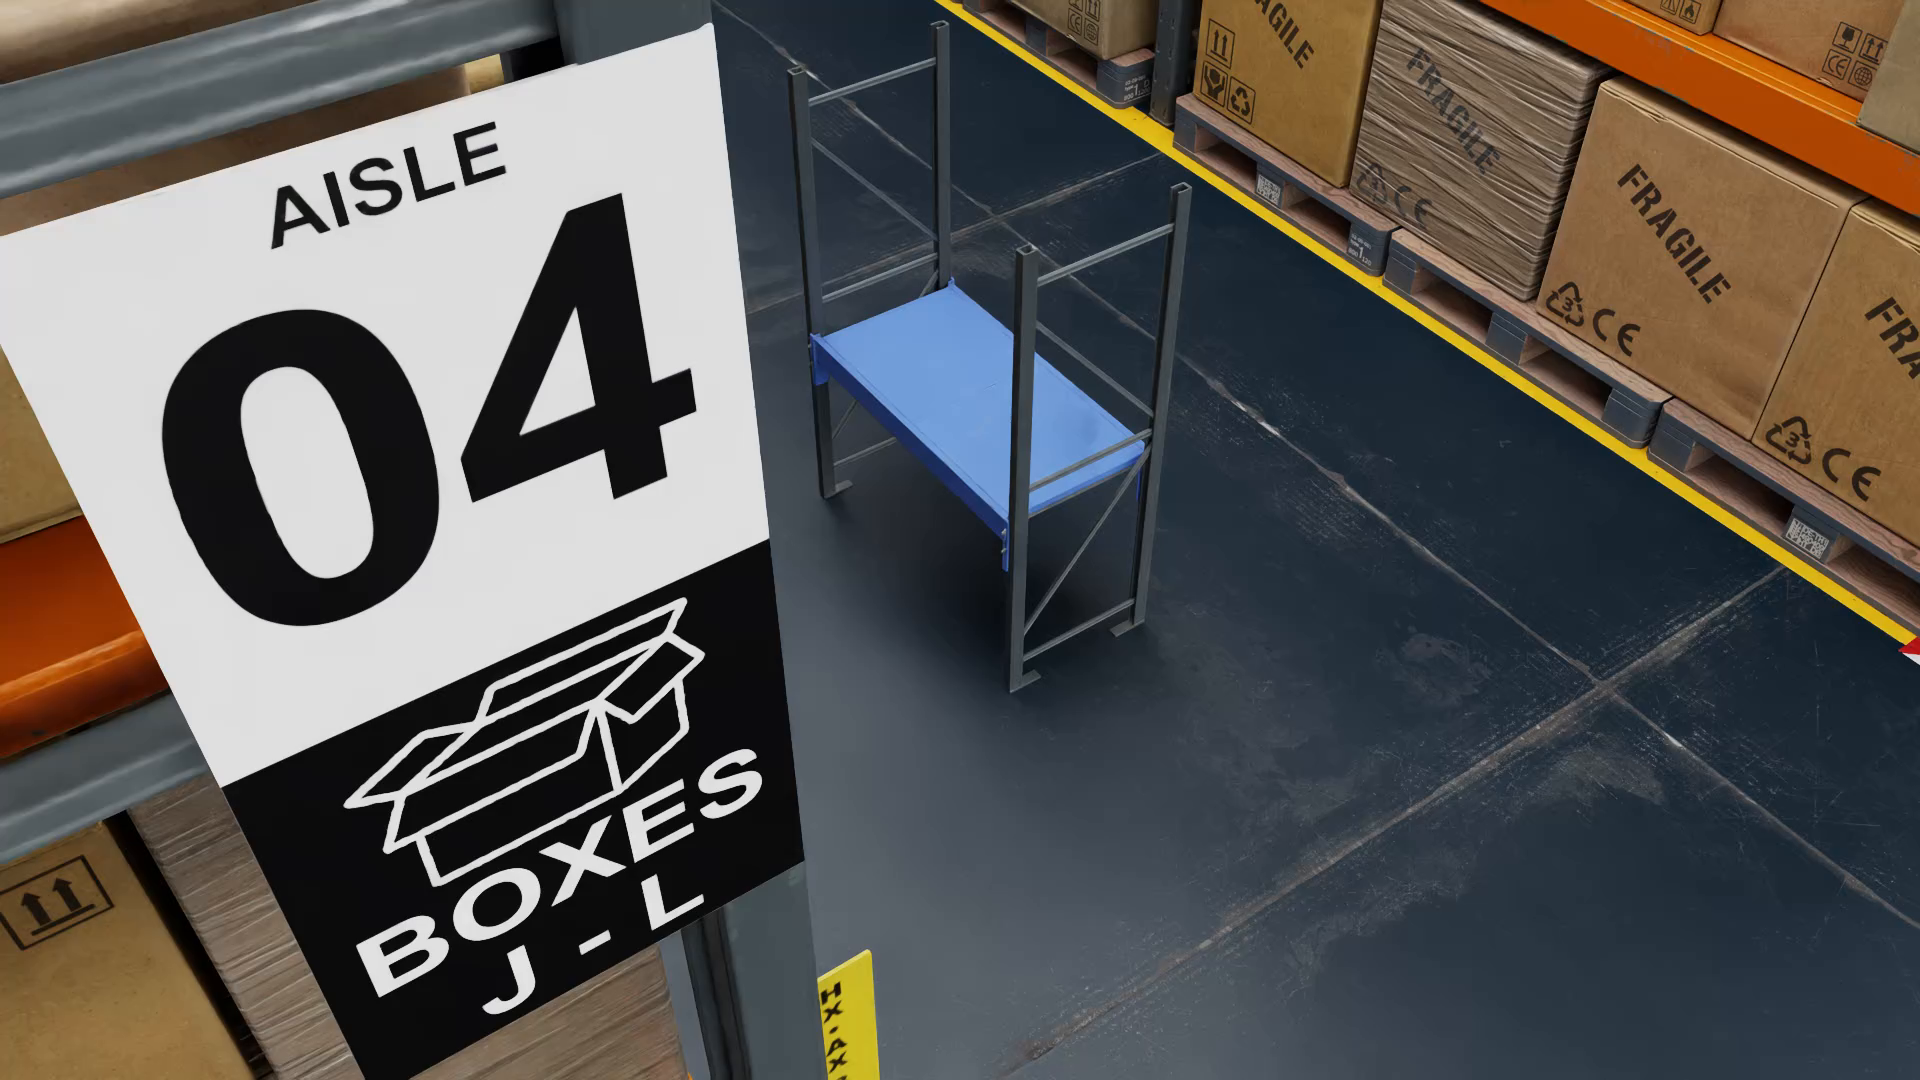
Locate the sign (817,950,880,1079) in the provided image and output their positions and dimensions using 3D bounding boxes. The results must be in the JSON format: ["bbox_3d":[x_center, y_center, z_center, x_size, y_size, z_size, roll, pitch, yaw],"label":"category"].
[{"bbox_3d":[-0.136,0.571,1.852,0.100,0.325,0.005,-26,49,-24],"label":"sign"}]

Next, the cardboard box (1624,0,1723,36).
[{"bbox_3d":[2.408,-2.003,5.067,0.875,0.550,0.500,-26,49,-24],"label":"cardboard box"}]

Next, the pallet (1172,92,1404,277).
[{"bbox_3d":[1.627,-1.598,6.772,1.003,0.211,1.213,-26,49,-24],"label":"pallet"}]

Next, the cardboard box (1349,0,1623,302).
[{"bbox_3d":[2.078,-1.559,5.946,0.875,0.875,0.875,-25,49,-24],"label":"cardboard box"}]

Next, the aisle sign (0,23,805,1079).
[{"bbox_3d":[-0.300,0.075,1.116,0.394,0.787,0.004,-26,49,-24],"label":"aisle sign"}]

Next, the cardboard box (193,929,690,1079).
[{"bbox_3d":[-0.873,0.633,2.127,0.875,0.500,0.500,-26,49,-24],"label":"cardboard box"}]

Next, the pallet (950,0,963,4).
[{"bbox_3d":[0.051,-3.159,8.406,1.003,0.211,1.213,-26,49,-24],"label":"pallet"}]

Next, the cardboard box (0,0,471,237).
[{"bbox_3d":[-0.549,-0.323,1.064,0.380,0.149,0.250,-26,49,-25],"label":"cardboard box"}]

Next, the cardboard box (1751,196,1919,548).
[{"bbox_3d":[3.103,-0.545,4.883,0.875,0.875,0.875,-25,49,-24],"label":"cardboard box"}]

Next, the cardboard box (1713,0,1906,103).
[{"bbox_3d":[2.745,-1.719,4.770,0.875,0.550,0.550,-26,49,-24],"label":"cardboard box"}]

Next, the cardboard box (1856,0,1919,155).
[{"bbox_3d":[2.963,-1.353,4.386,0.875,0.550,0.550,-26,49,-24],"label":"cardboard box"}]

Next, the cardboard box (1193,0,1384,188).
[{"bbox_3d":[1.559,-2.068,6.479,0.875,0.875,0.875,-25,49,-24],"label":"cardboard box"}]

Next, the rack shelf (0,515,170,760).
[{"bbox_3d":[-1.725,-0.859,2.326,1.077,0.370,4.000,-26,49,-24],"label":"rack shelf"}]

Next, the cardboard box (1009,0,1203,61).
[{"bbox_3d":[0.828,-2.723,7.255,1.050,0.750,0.750,-26,49,-25],"label":"cardboard box"}]

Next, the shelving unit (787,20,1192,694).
[{"bbox_3d":[0.049,-0.494,4.682,0.538,1.500,1.048,-26,49,-24],"label":"shelving unit"}]

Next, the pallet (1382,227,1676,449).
[{"bbox_3d":[2.329,-0.907,6.047,1.003,0.211,1.213,-26,49,-24],"label":"pallet"}]

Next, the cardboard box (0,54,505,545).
[{"bbox_3d":[-0.645,-0.307,1.335,0.500,0.250,0.500,-24,49,-23],"label":"cardboard box"}]

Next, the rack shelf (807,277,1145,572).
[{"bbox_3d":[0.049,-0.364,4.806,0.538,0.185,1.000,-26,49,-24],"label":"rack shelf"}]

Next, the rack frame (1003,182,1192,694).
[{"bbox_3d":[0.340,-0.206,4.380,0.500,1.500,0.032,-26,49,-24],"label":"rack frame"}]

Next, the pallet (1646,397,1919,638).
[{"bbox_3d":[3.023,-0.217,5.324,1.003,0.211,1.213,-26,49,-24],"label":"pallet"}]

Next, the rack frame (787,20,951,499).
[{"bbox_3d":[-0.242,-0.782,4.983,0.500,1.500,0.032,-26,49,-24],"label":"rack frame"}]

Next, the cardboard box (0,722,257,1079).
[{"bbox_3d":[-1.099,0.380,1.668,0.500,0.500,0.500,-26,49,-24],"label":"cardboard box"}]

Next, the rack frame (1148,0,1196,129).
[{"bbox_3d":[1.256,-3.069,6.292,1.000,3.000,0.127,-26,49,-24],"label":"rack frame"}]

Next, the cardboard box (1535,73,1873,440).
[{"bbox_3d":[2.598,-1.042,5.404,0.875,0.875,0.875,-26,50,-25],"label":"cardboard box"}]

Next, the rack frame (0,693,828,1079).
[{"bbox_3d":[-0.581,1.099,1.927,1.000,3.000,0.127,-26,49,-24],"label":"rack frame"}]

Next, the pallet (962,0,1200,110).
[{"bbox_3d":[0.753,-2.467,7.682,1.003,0.211,1.213,-26,49,-24],"label":"pallet"}]

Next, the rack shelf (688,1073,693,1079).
[{"bbox_3d":[-1.725,0.226,3.362,1.077,0.370,4.000,-26,49,-24],"label":"rack shelf"}]

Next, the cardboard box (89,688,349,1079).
[{"bbox_3d":[-0.672,0.174,1.883,0.500,0.500,0.500,-26,49,-24],"label":"cardboard box"}]
